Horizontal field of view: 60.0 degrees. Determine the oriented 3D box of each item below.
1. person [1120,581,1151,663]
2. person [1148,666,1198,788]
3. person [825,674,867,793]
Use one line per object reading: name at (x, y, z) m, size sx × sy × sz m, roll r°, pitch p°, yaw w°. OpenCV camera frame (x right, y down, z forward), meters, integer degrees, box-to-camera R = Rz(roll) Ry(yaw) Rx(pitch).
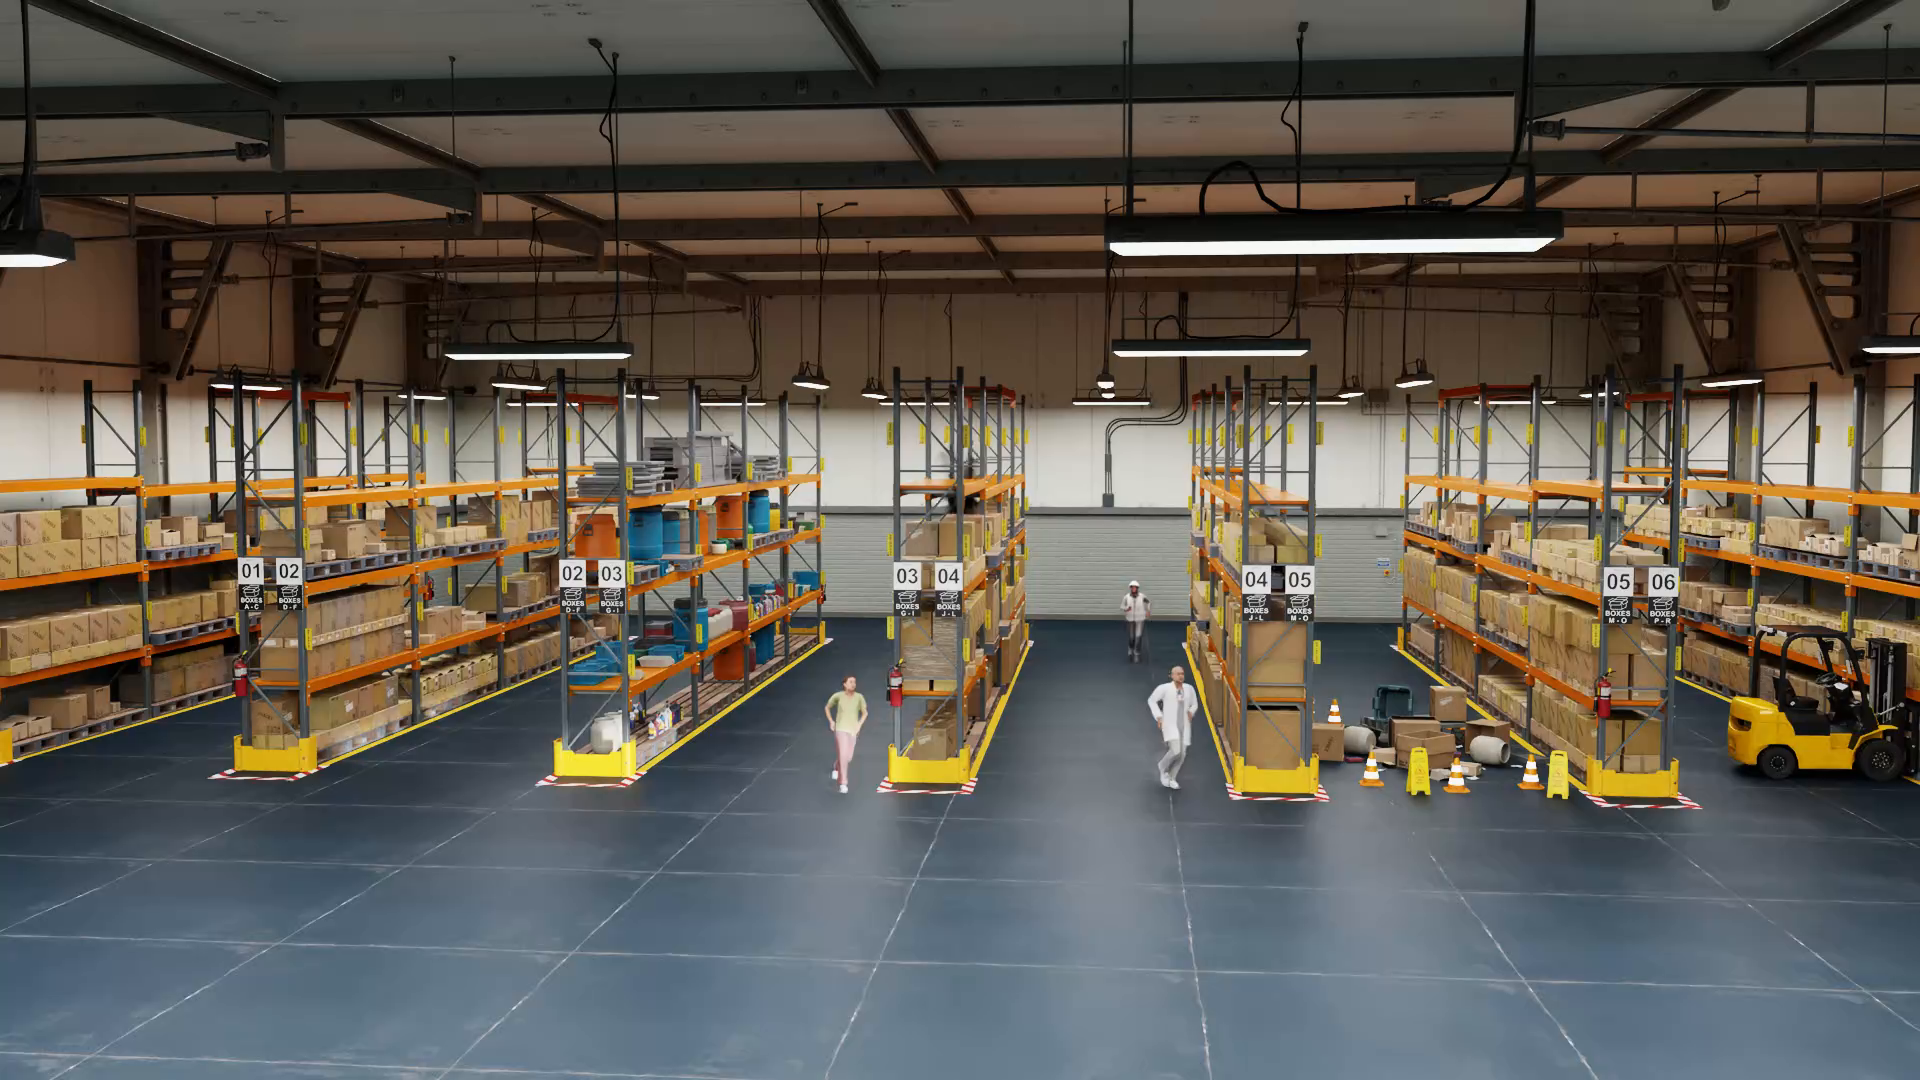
person at (3.925, 1.808, 37.180) m, size 0.666 × 1.812 × 0.943 m, roll 1°, pitch 4°, yaw 13°
person at (3.078, 2.664, 23.610) m, size 0.691 × 1.736 × 0.634 m, roll -1°, pitch 4°, yaw -17°
person at (-1.619, 2.722, 23.700) m, size 0.600 × 1.650 × 0.690 m, roll -1°, pitch 4°, yaw -17°
